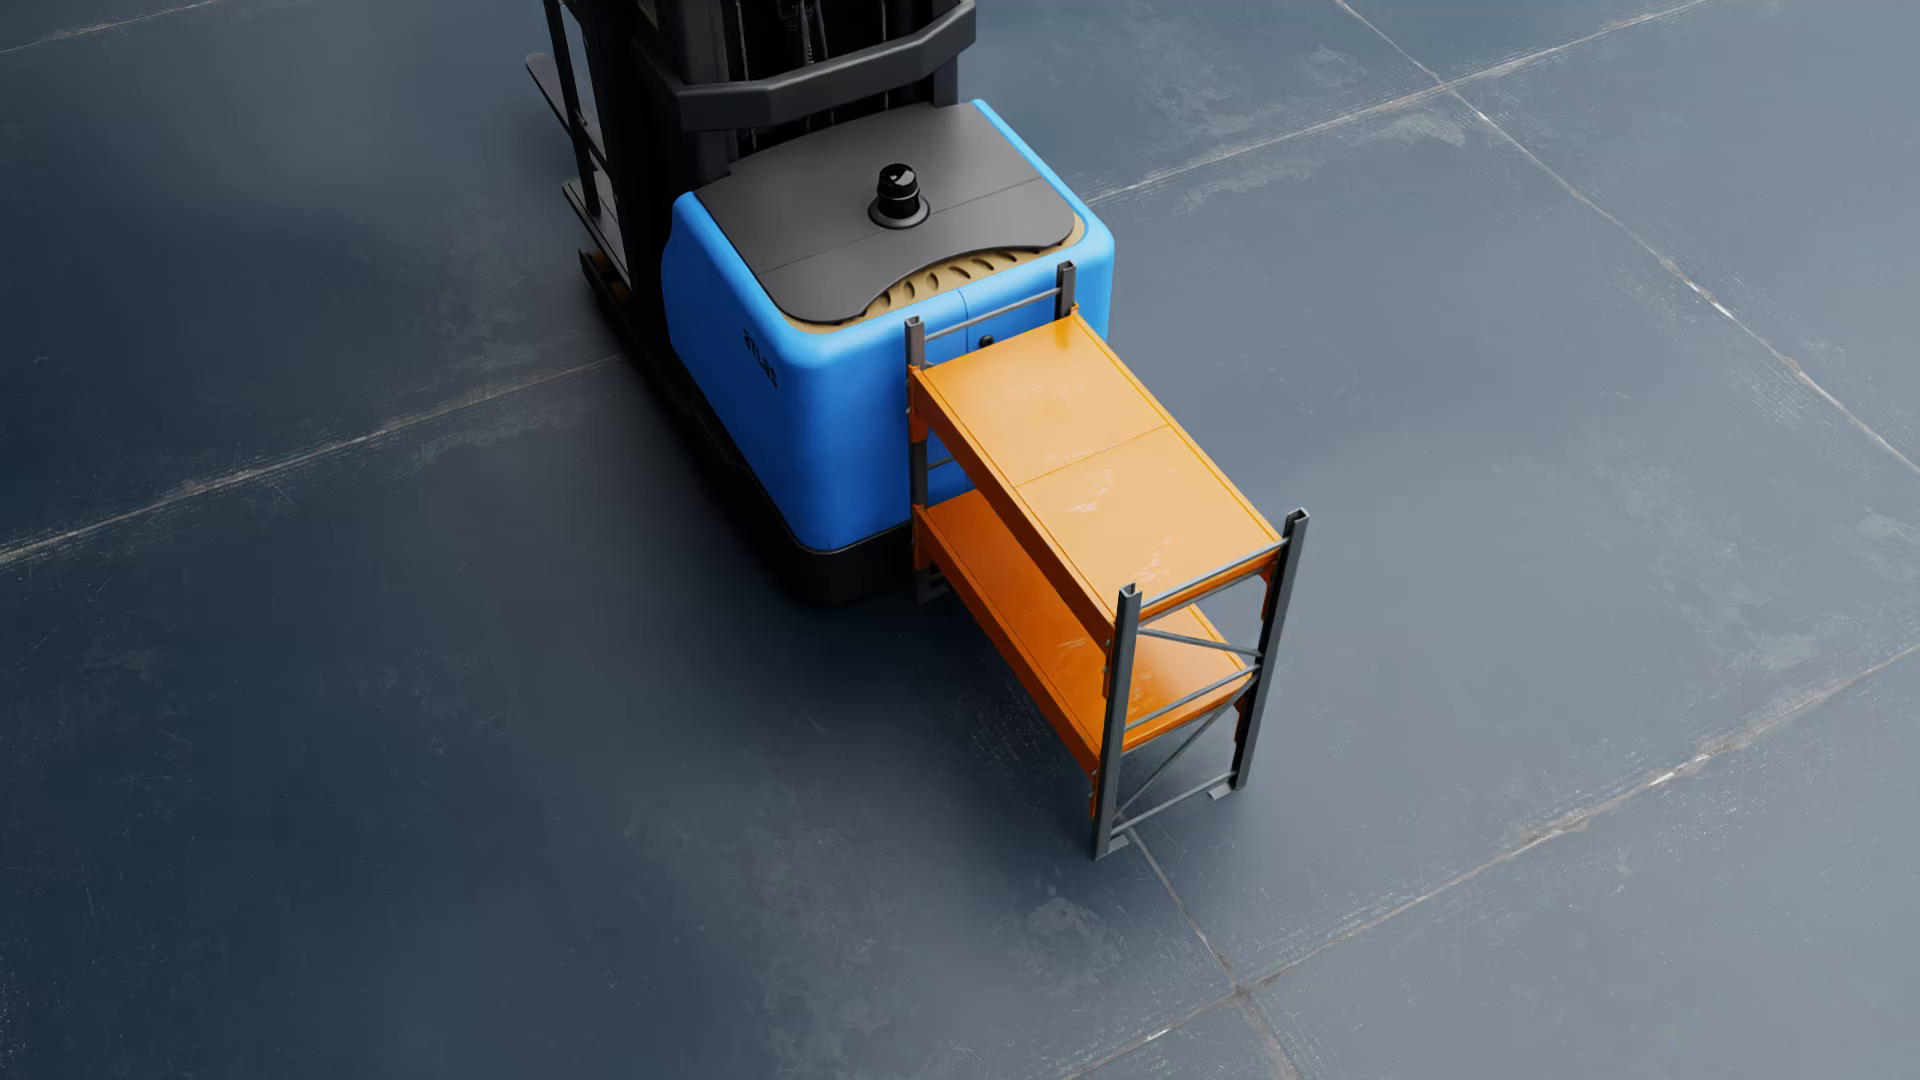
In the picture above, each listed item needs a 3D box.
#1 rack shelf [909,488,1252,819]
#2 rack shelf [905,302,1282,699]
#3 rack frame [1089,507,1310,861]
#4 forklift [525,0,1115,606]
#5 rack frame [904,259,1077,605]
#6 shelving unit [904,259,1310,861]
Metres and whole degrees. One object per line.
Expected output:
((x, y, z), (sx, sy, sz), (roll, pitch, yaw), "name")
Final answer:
((0.330, 0.222, 4.633), (0.538, 0.278, 1.000), (-23, 53, -19), "rack shelf")
((0.330, -0.132, 4.229), (0.538, 0.278, 1.000), (-23, 53, -19), "rack shelf")
((0.576, 0.396, 4.157), (0.500, 1.125, 0.032), (-23, 53, -19), "rack frame")
((-0.709, -1.878, 4.946), (1.130, 2.935, 3.031), (-23, 53, -19), "forklift")
((0.083, -0.274, 4.742), (0.500, 1.125, 0.032), (-23, 53, -19), "rack frame")
((0.330, 0.061, 4.449), (0.538, 1.125, 1.048), (-23, 53, -19), "shelving unit")
